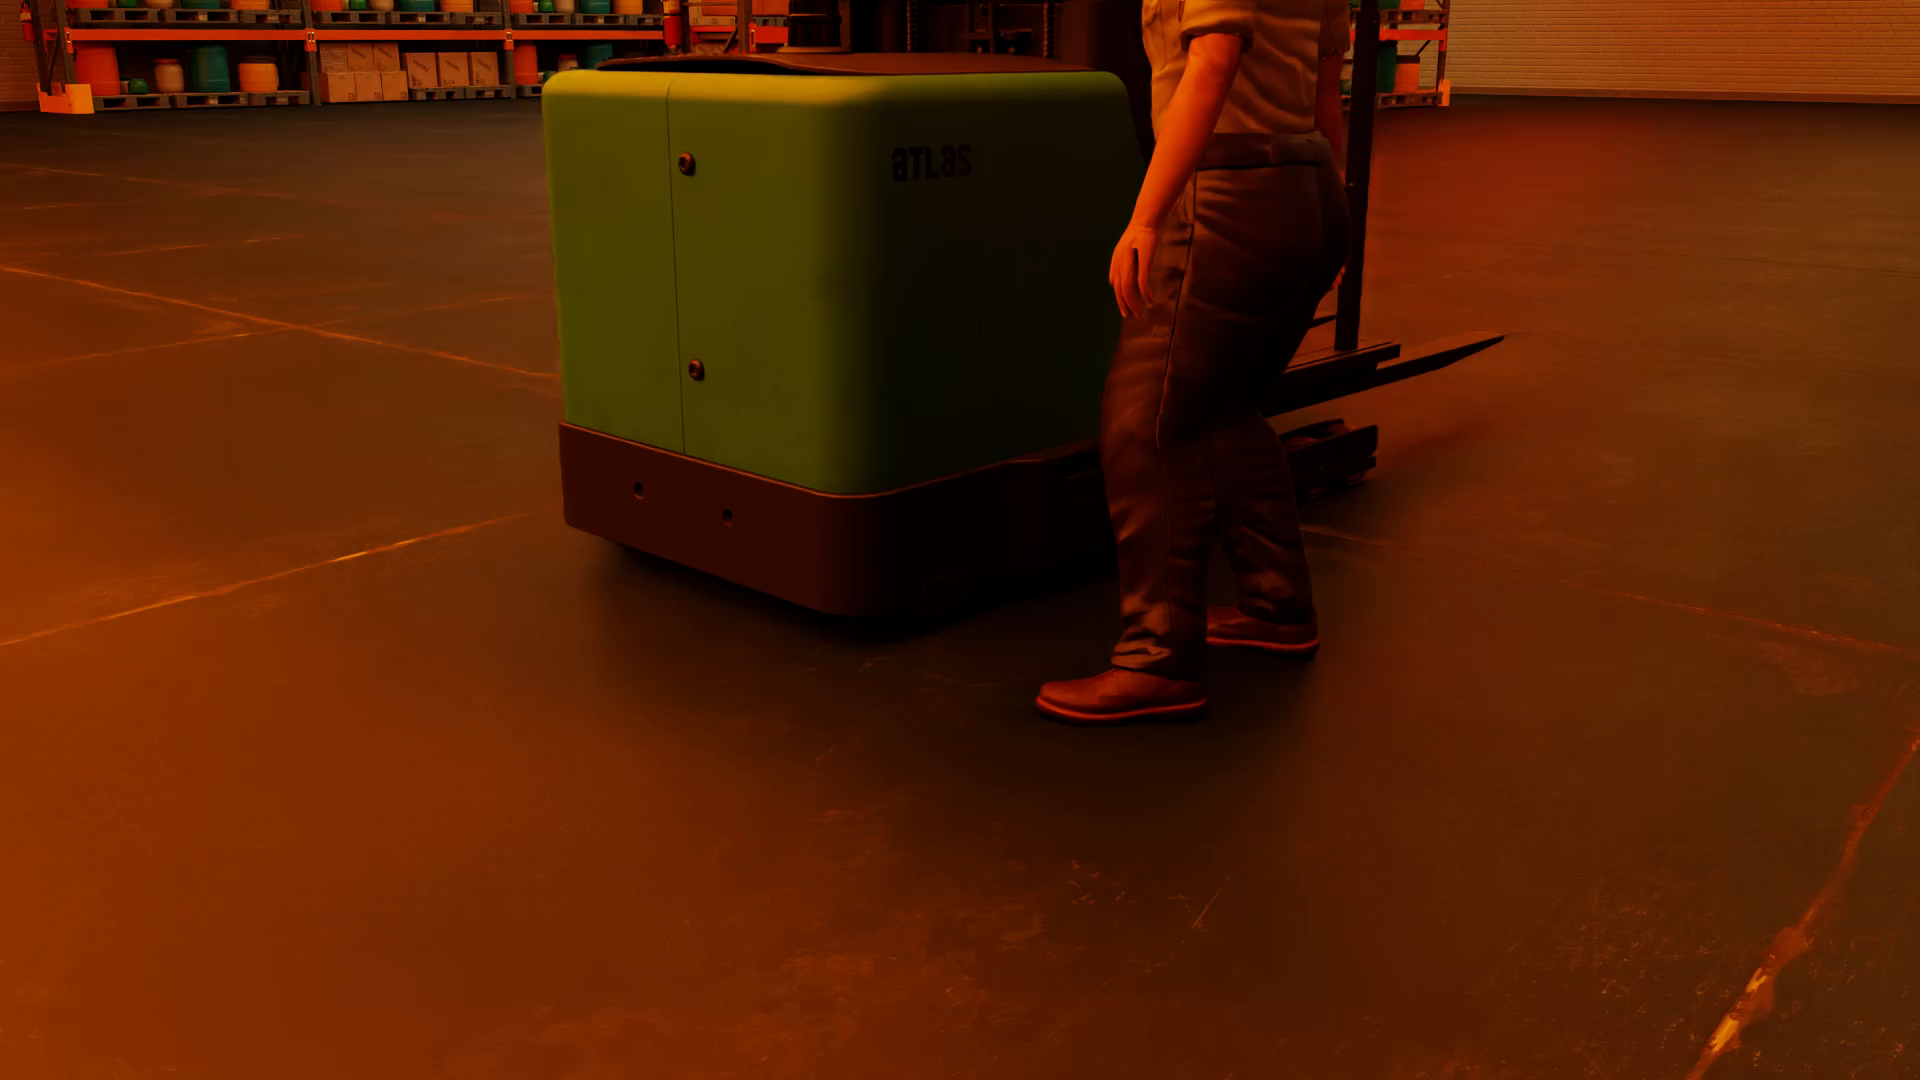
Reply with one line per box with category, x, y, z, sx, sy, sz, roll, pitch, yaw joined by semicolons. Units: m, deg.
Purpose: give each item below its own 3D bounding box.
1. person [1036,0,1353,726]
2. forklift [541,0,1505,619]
person;0.466;-0.537;2.928;0.371;1.626;0.778;9;19;27
forklift;0.466;-1.596;4.155;1.130;2.935;3.031;15;23;41
